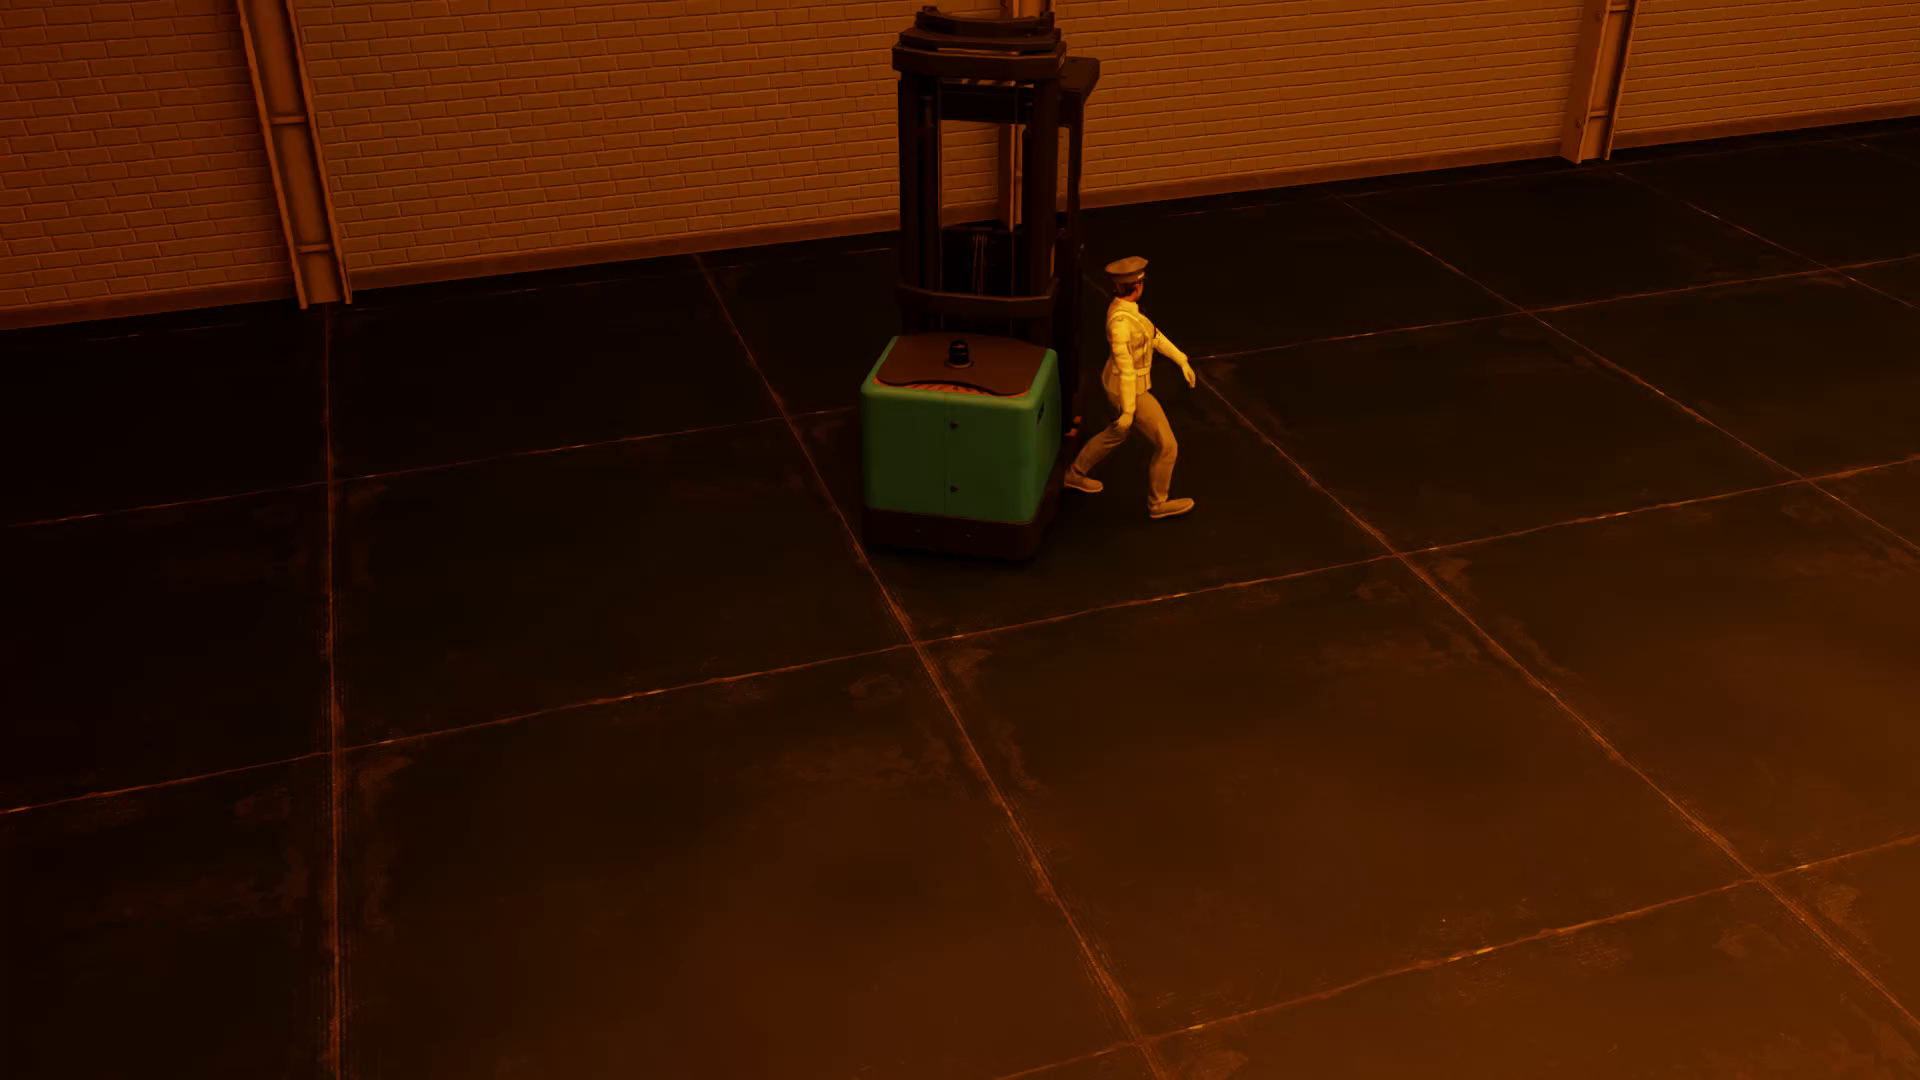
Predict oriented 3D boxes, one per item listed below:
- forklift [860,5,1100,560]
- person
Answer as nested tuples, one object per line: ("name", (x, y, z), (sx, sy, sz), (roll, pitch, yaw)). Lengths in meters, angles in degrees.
("forklift", (0.230, -1.874, 10.344), (1.130, 2.935, 3.031), (6, 30, 11))
("person", (1.042, -0.887, 9.995), (0.790, 1.582, 0.614), (-1, 30, -2))
